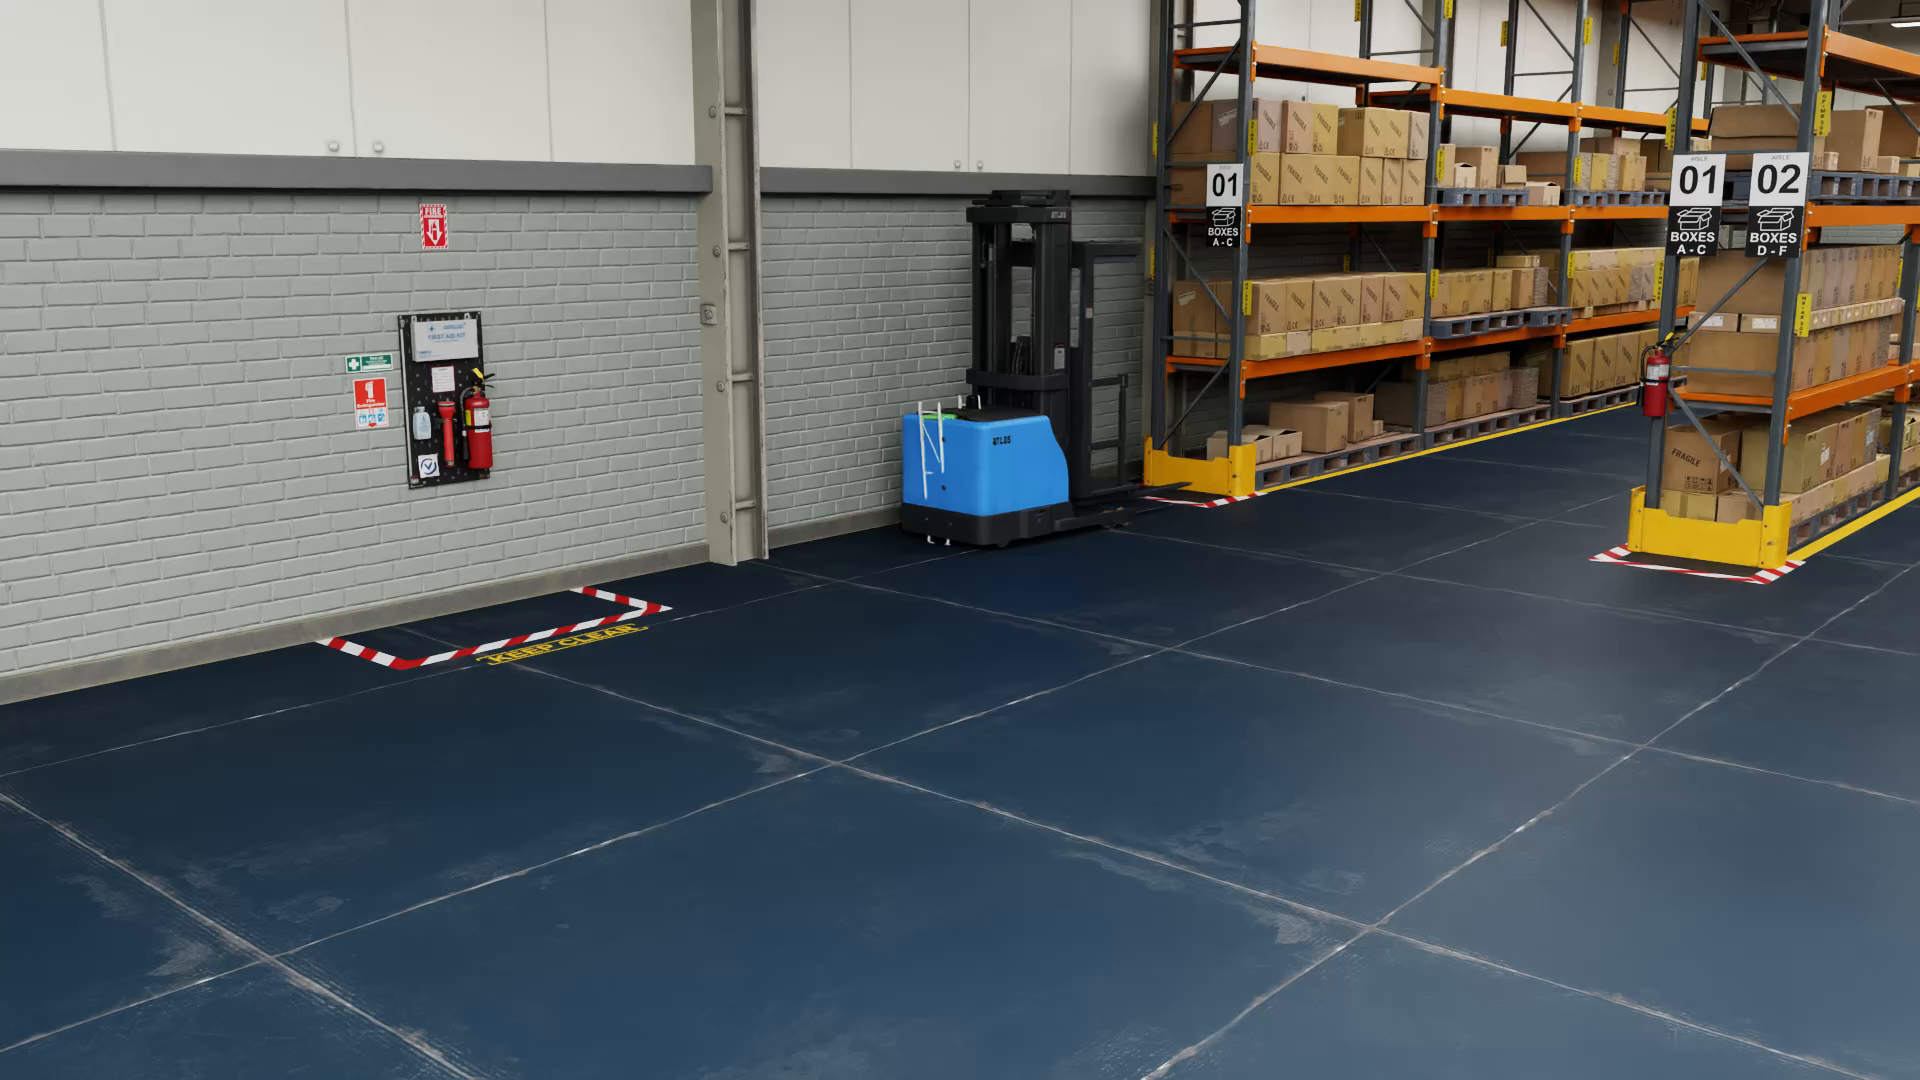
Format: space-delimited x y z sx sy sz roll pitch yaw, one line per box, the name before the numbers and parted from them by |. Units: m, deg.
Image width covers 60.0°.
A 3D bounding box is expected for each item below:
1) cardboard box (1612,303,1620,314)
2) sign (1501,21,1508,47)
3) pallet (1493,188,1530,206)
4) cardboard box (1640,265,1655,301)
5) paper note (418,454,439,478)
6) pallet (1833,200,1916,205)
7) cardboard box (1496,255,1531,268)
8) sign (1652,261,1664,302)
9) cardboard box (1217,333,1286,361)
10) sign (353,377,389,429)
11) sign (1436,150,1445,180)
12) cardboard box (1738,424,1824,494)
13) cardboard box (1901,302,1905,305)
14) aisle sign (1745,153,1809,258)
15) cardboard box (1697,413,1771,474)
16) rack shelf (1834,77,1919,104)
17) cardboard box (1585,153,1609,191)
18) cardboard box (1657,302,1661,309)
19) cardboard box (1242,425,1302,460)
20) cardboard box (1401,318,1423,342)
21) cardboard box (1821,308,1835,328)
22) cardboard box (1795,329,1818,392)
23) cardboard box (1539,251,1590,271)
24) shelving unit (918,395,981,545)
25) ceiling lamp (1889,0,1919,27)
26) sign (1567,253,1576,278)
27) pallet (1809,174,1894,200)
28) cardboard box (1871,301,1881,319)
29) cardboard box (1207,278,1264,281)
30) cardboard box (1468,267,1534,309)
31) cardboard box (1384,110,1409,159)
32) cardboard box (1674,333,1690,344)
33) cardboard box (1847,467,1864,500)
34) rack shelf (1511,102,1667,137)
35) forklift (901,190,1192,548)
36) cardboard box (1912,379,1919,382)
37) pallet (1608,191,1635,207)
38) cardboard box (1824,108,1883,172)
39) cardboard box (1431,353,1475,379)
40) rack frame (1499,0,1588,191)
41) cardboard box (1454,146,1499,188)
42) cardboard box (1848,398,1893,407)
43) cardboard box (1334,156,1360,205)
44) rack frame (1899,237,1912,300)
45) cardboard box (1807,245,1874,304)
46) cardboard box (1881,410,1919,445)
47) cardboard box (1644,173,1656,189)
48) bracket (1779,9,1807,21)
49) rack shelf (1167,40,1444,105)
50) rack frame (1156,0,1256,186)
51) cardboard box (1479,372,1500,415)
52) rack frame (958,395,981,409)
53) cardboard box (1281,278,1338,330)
cardboard box | 9.213 -3.328 23.806 0.380 0.149 0.250 10 15 42
sign | 7.219 -6.707 22.027 0.100 0.325 0.005 10 15 40
pallet | 6.168 -4.179 20.295 1.213 0.211 1.003 10 15 40
cardboard box | 9.834 -3.775 24.385 0.500 0.500 0.500 10 15 41
paper note | -3.619 -0.506 11.333 0.016 0.148 0.142 10 15 40
pallet | 9.294 -3.438 16.598 0.805 0.209 1.217 9 14 38
cardboard box | 7.232 -3.637 21.729 0.380 0.149 0.250 7 13 31
sign | 5.683 -2.097 13.493 0.100 0.325 0.005 10 15 40
cardboard box | 2.918 -1.948 16.639 0.500 0.250 0.500 9 15 39
sign | -3.893 -0.904 10.988 0.001 0.329 0.234 10 15 40
sign | 5.411 -4.225 18.729 0.100 0.325 0.005 10 15 40
cardboard box | 6.931 -0.691 14.044 0.500 0.500 0.500 10 15 40
cardboard box | 9.919 -2.241 17.517 0.500 0.500 0.500 10 15 40
aisle sign | 6.268 -2.567 12.767 0.394 0.787 0.004 10 15 40
cardboard box | 6.861 -0.833 14.757 0.500 0.500 0.500 10 15 40
rack shelf | 10.042 -4.617 17.210 1.077 0.370 4.000 10 15 40
cardboard box | 8.601 -5.137 23.236 0.700 0.500 0.500 11 16 43
cardboard box | 10.269 -3.547 24.902 0.380 0.149 0.250 10 15 41
cardboard box | 3.258 -1.052 17.564 0.500 0.311 0.500 -11 15 -43
cardboard box | 4.913 -2.397 18.886 0.500 0.250 0.500 10 15 40
cardboard box | 7.182 -1.890 14.106 0.380 0.149 0.250 9 14 38
cardboard box | 6.742 -1.535 13.984 0.700 0.500 0.500 10 15 42
cardboard box | 8.151 -3.768 22.440 0.500 0.250 0.500 10 15 42
shelving unit | -0.052 -0.600 14.082 0.258 1.200 0.503 7 15 43
ceiling lamp | 16.588 -10.208 27.441 2.000 3.185 0.800 10 15 40
sign | 8.053 -3.618 21.915 0.100 0.325 0.005 10 15 40
pallet | 7.373 -3.050 14.390 1.003 0.211 1.213 10 15 40
cardboard box | 8.195 -2.115 15.233 0.380 0.149 0.250 10 15 40
cardboard box | 2.849 -2.455 17.261 0.500 0.500 0.500 10 15 41
cardboard box | 6.987 -3.267 21.530 0.700 0.500 0.500 8 14 35
cardboard box | 4.515 -4.399 18.058 0.500 0.500 0.500 11 16 43
cardboard box | 11.213 -3.169 26.071 0.380 0.149 0.250 10 15 42
cardboard box | 7.923 -0.543 15.220 0.500 0.250 0.500 10 15 40
rack shelf | 8.959 -5.845 23.360 1.077 0.370 4.000 10 15 40
forklift | 0.896 -1.598 14.727 3.031 2.935 1.130 -11 16 -44
cardboard box | 11.837 -2.053 20.175 0.500 0.250 0.500 11 15 42
pallet | 8.760 -4.803 23.424 1.003 0.211 1.213 11 16 43
cardboard box | 7.383 -3.345 13.956 0.500 0.500 0.500 10 15 40
cardboard box | 6.100 -2.180 20.812 0.500 0.250 0.500 9 15 39
rack frame | 7.639 -6.100 21.778 1.000 3.000 0.127 10 15 40
cardboard box | 6.233 -4.547 20.333 0.500 0.500 0.500 9 14 38
cardboard box | 9.778 -1.383 17.993 0.500 0.311 0.500 10 15 40
cardboard box | 3.825 -3.761 17.417 0.500 0.500 0.500 11 16 44
rack frame | 11.362 -2.518 19.161 1.000 3.000 0.127 10 15 40
cardboard box | 7.770 -2.401 15.006 0.700 0.500 0.500 10 15 40
cardboard box | 9.516 -1.164 16.897 0.500 0.311 0.500 10 15 40
cardboard box | 10.555 -5.530 25.638 0.500 0.250 0.500 10 15 41
bracket | 15.767 -9.828 31.253 0.076 0.066 3.189 10 15 40
rack shelf | 3.678 -4.863 17.429 1.077 0.370 4.000 10 15 40
rack frame | 2.358 -4.923 15.885 1.000 3.000 0.127 10 15 40
cardboard box | 6.469 -1.898 21.314 0.700 0.500 0.500 10 15 40
rack frame | 0.115 -0.645 14.255 0.240 1.200 0.015 7 15 43
cardboard box | 3.578 -2.463 17.303 0.500 0.500 0.500 9 14 39
